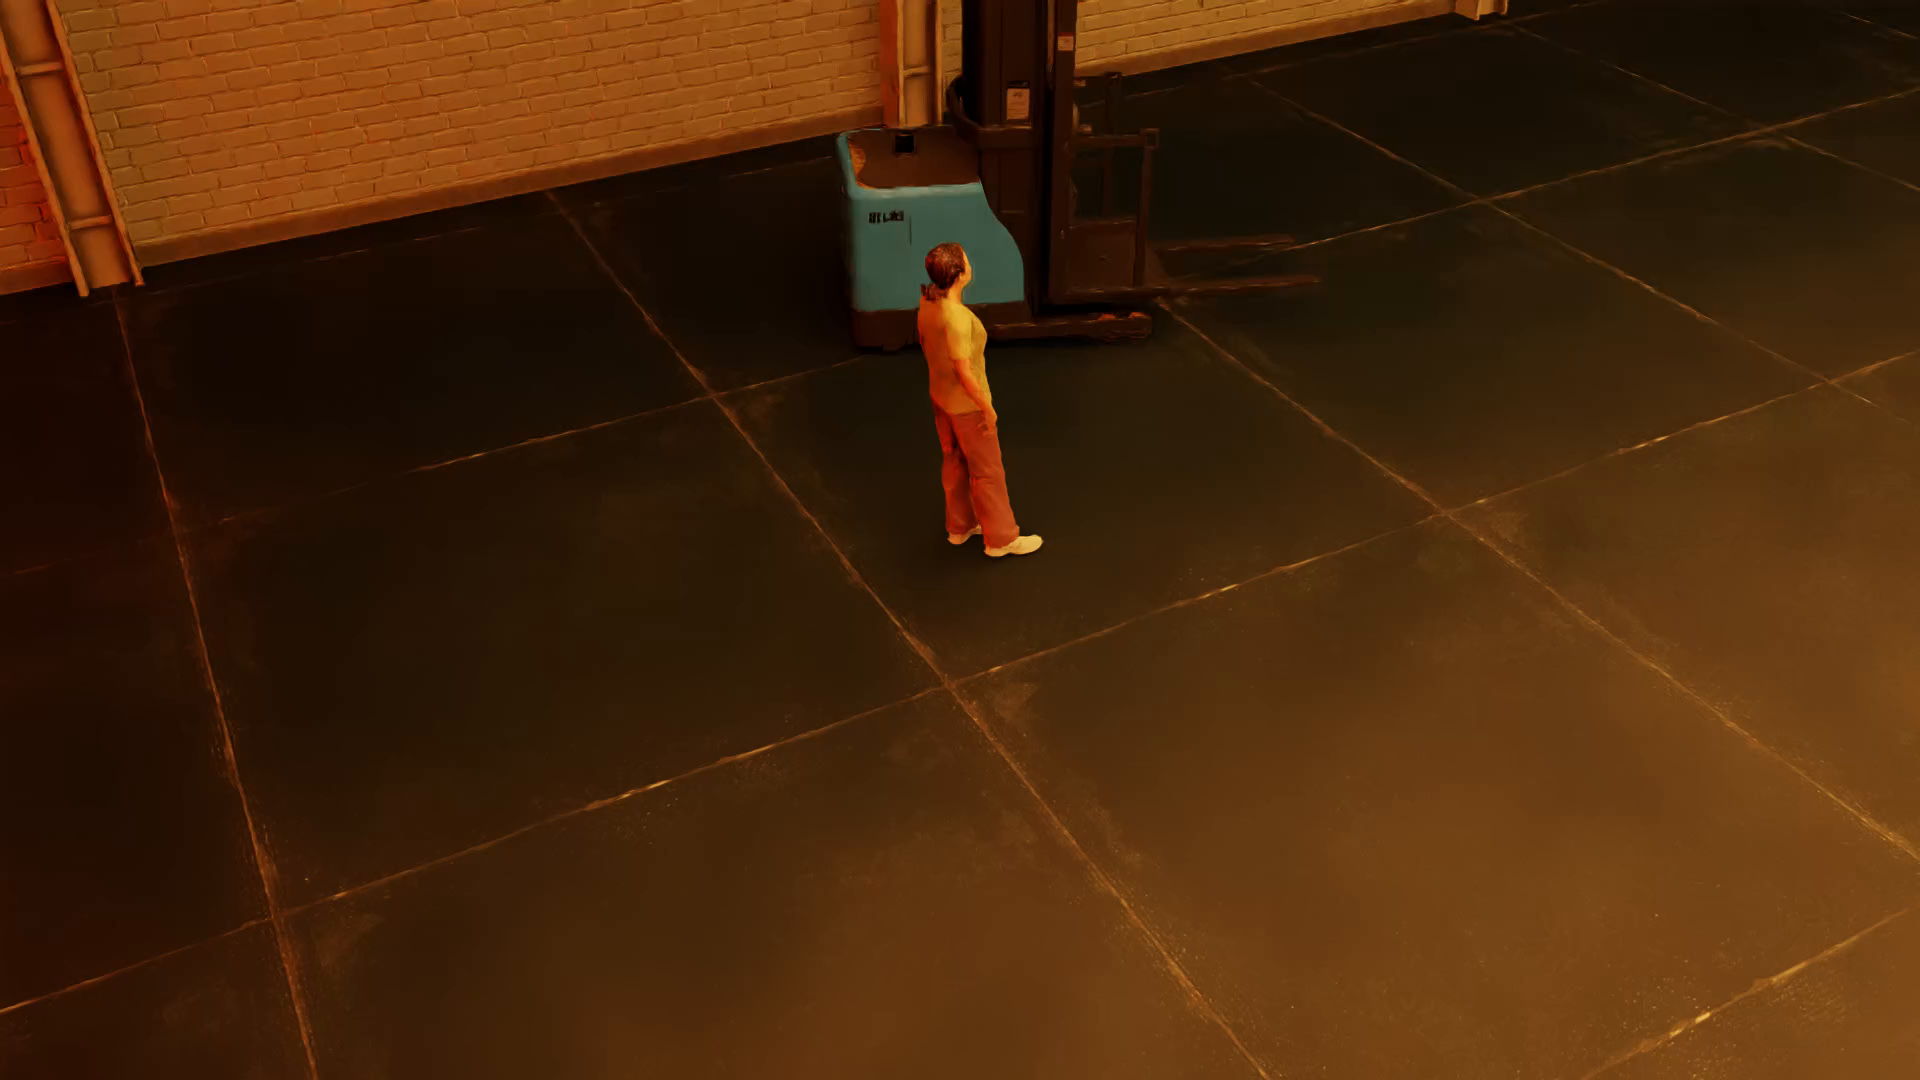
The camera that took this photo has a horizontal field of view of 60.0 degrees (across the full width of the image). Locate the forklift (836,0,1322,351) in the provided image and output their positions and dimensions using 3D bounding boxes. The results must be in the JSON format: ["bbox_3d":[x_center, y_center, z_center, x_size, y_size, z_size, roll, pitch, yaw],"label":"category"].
[{"bbox_3d":[0.769,-2.741,10.001,3.031,2.935,1.130,-5,36,-7],"label":"forklift"}]

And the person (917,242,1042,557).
[{"bbox_3d":[0.071,-0.704,8.195,0.548,1.674,0.554,-17,39,-23],"label":"person"}]
